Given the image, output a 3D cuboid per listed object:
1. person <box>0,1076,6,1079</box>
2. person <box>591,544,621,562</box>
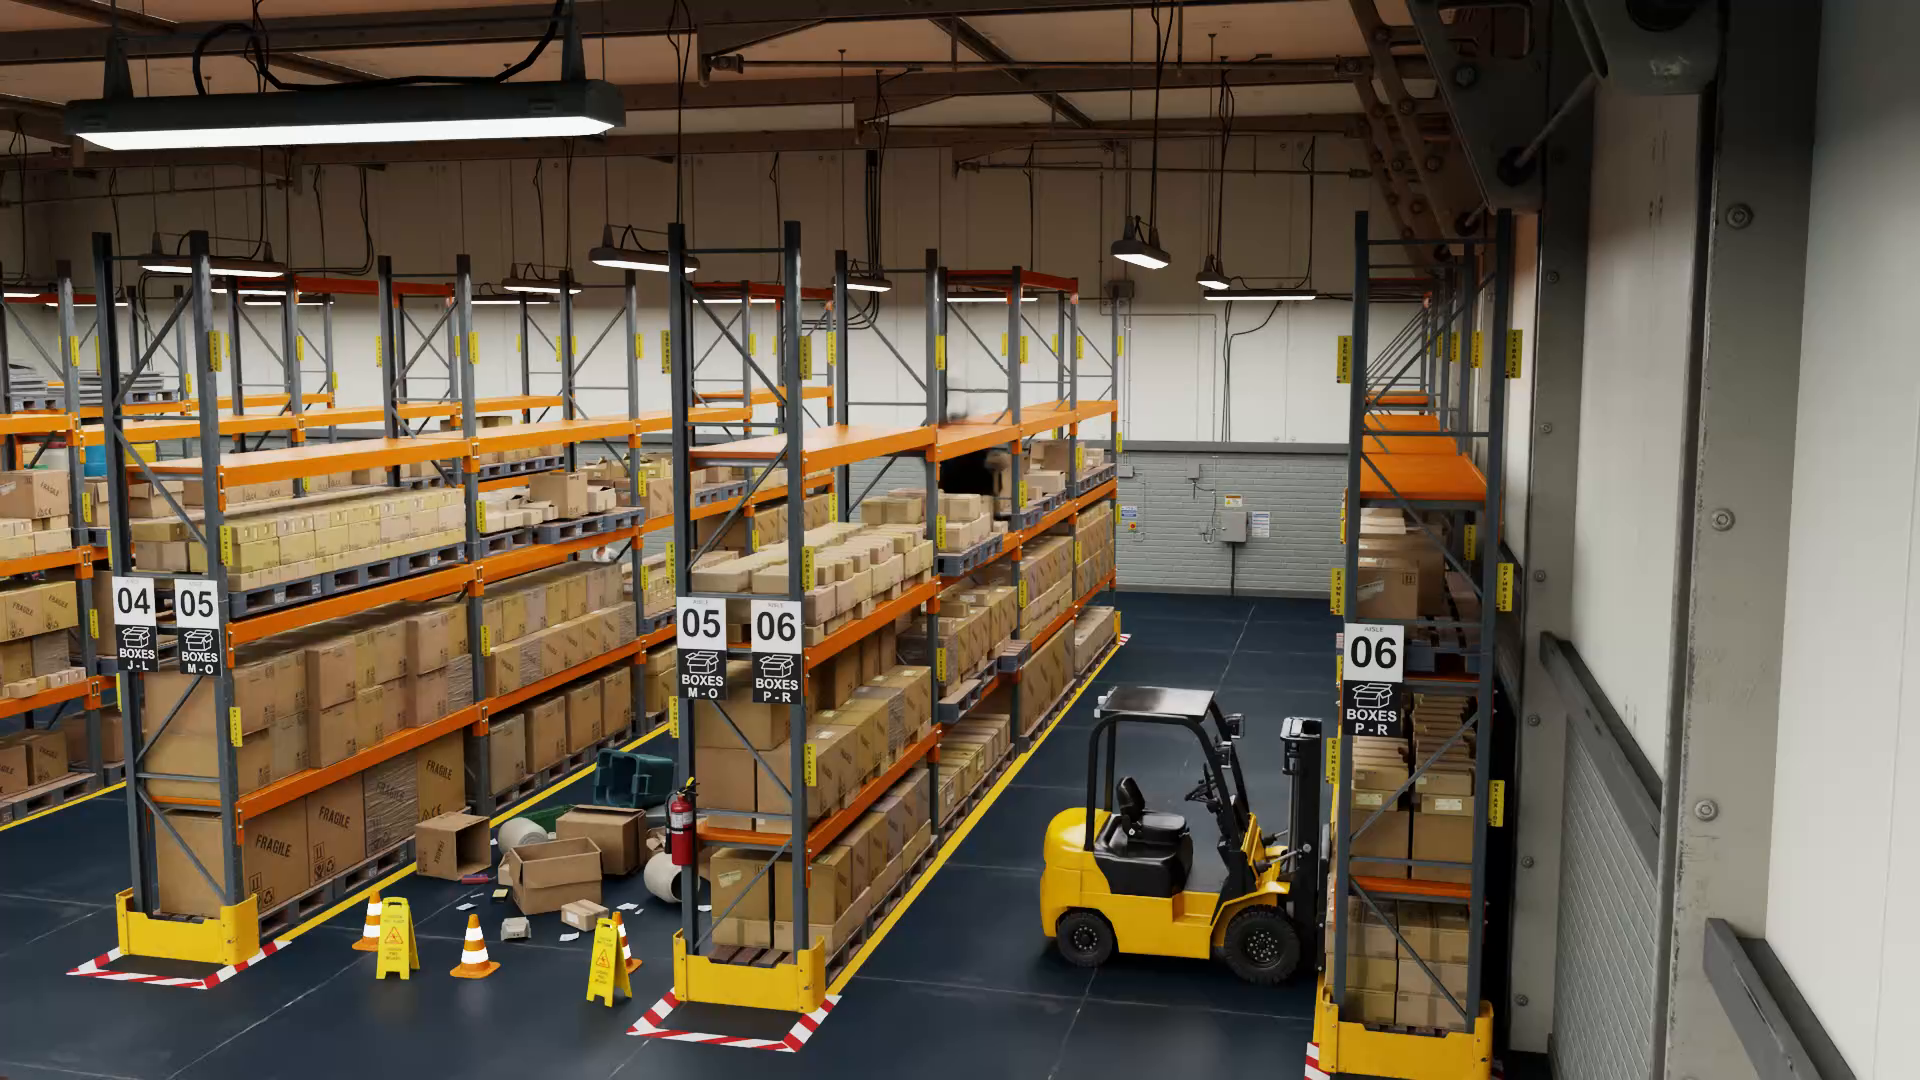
[{"bbox_3d":[-4.693,3.400,8.177,0.507,1.646,0.707,-4,8,-27],"label":"person"},{"bbox_3d":[-6.163,0.788,28.806,0.652,1.818,0.727,1,7,10],"label":"person"}]
